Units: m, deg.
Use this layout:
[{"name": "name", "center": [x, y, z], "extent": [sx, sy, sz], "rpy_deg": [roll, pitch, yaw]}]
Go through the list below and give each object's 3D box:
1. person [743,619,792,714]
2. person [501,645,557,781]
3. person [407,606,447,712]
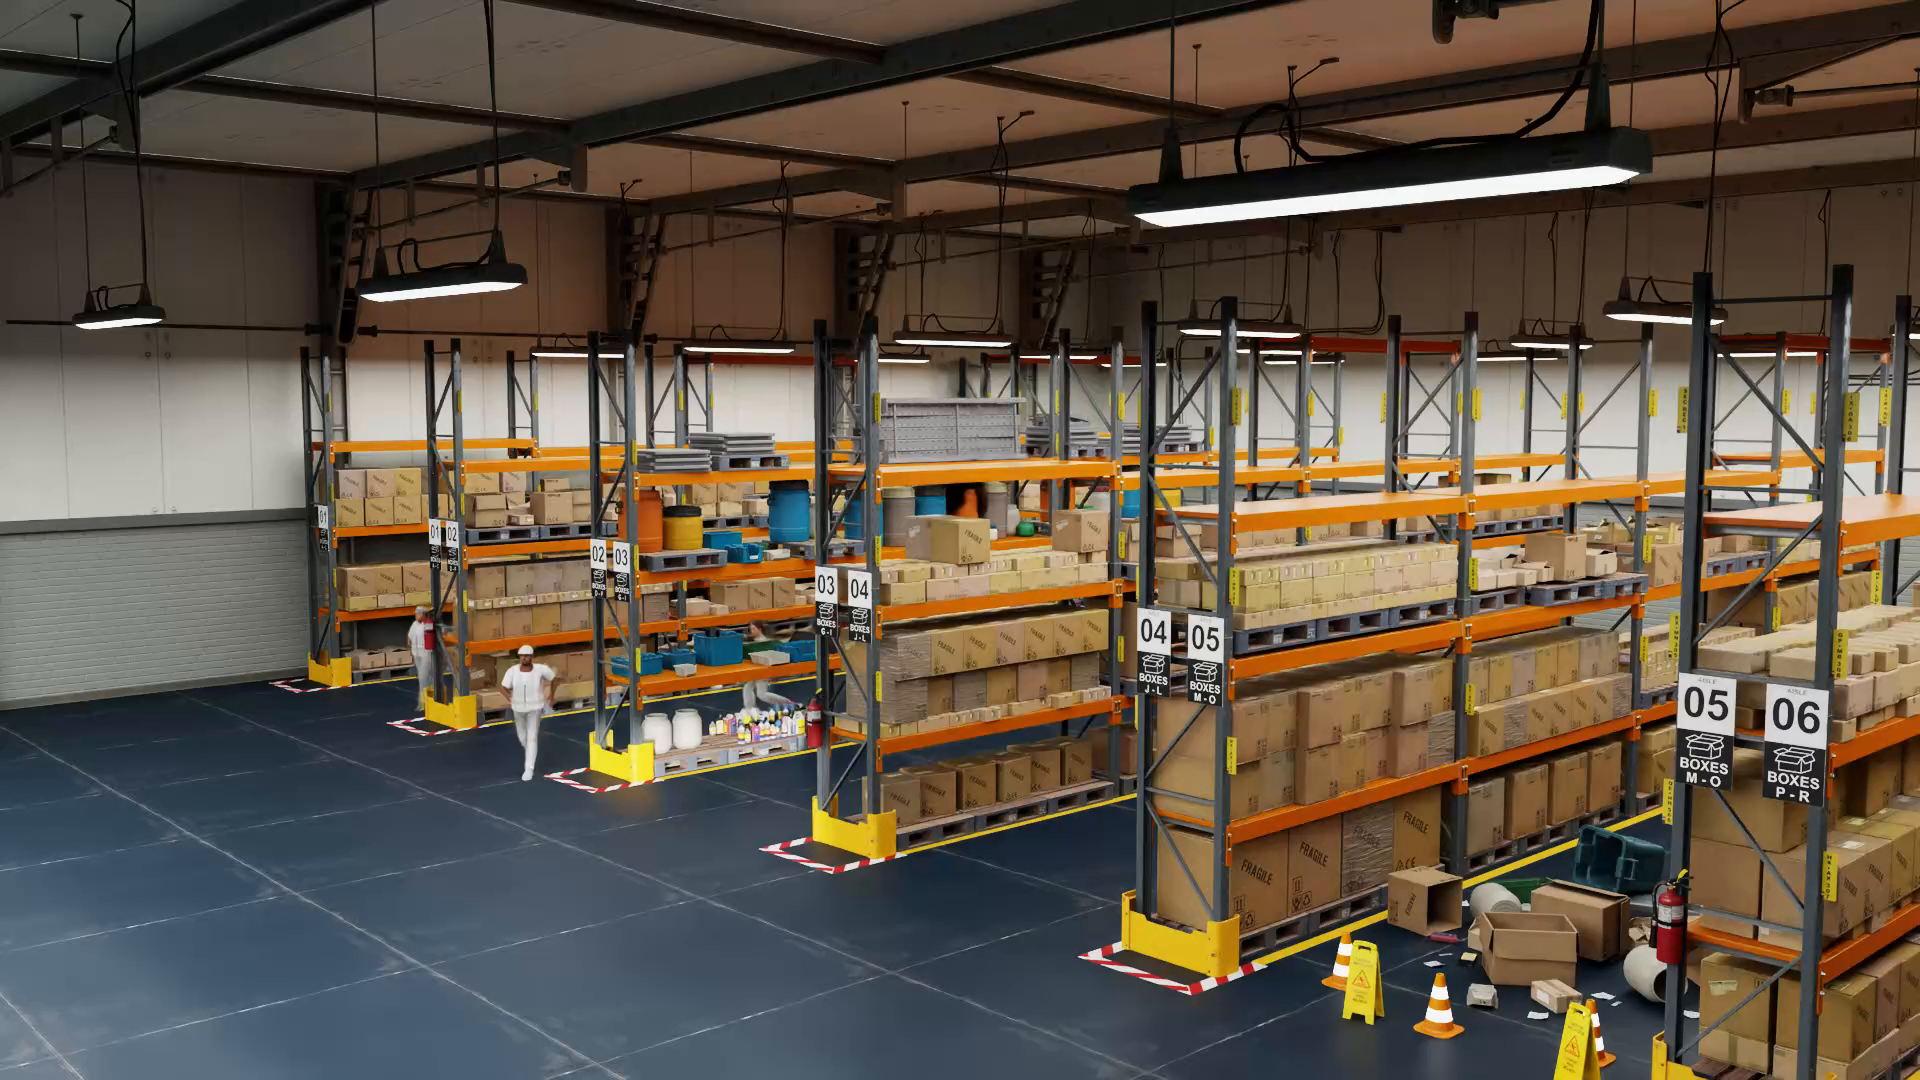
[{"name": "person", "center": [-3.085, 2.049, 26.131], "extent": [0.848, 1.608, 0.528], "rpy_deg": [-2, 5, -20]}, {"name": "person", "center": [-5.835, 2.286, 22.461], "extent": [0.715, 1.758, 0.991], "rpy_deg": [0, 5, -1]}, {"name": "person", "center": [-8.804, 1.933, 27.409], "extent": [0.617, 1.723, 0.784], "rpy_deg": [2, 5, 23]}]
